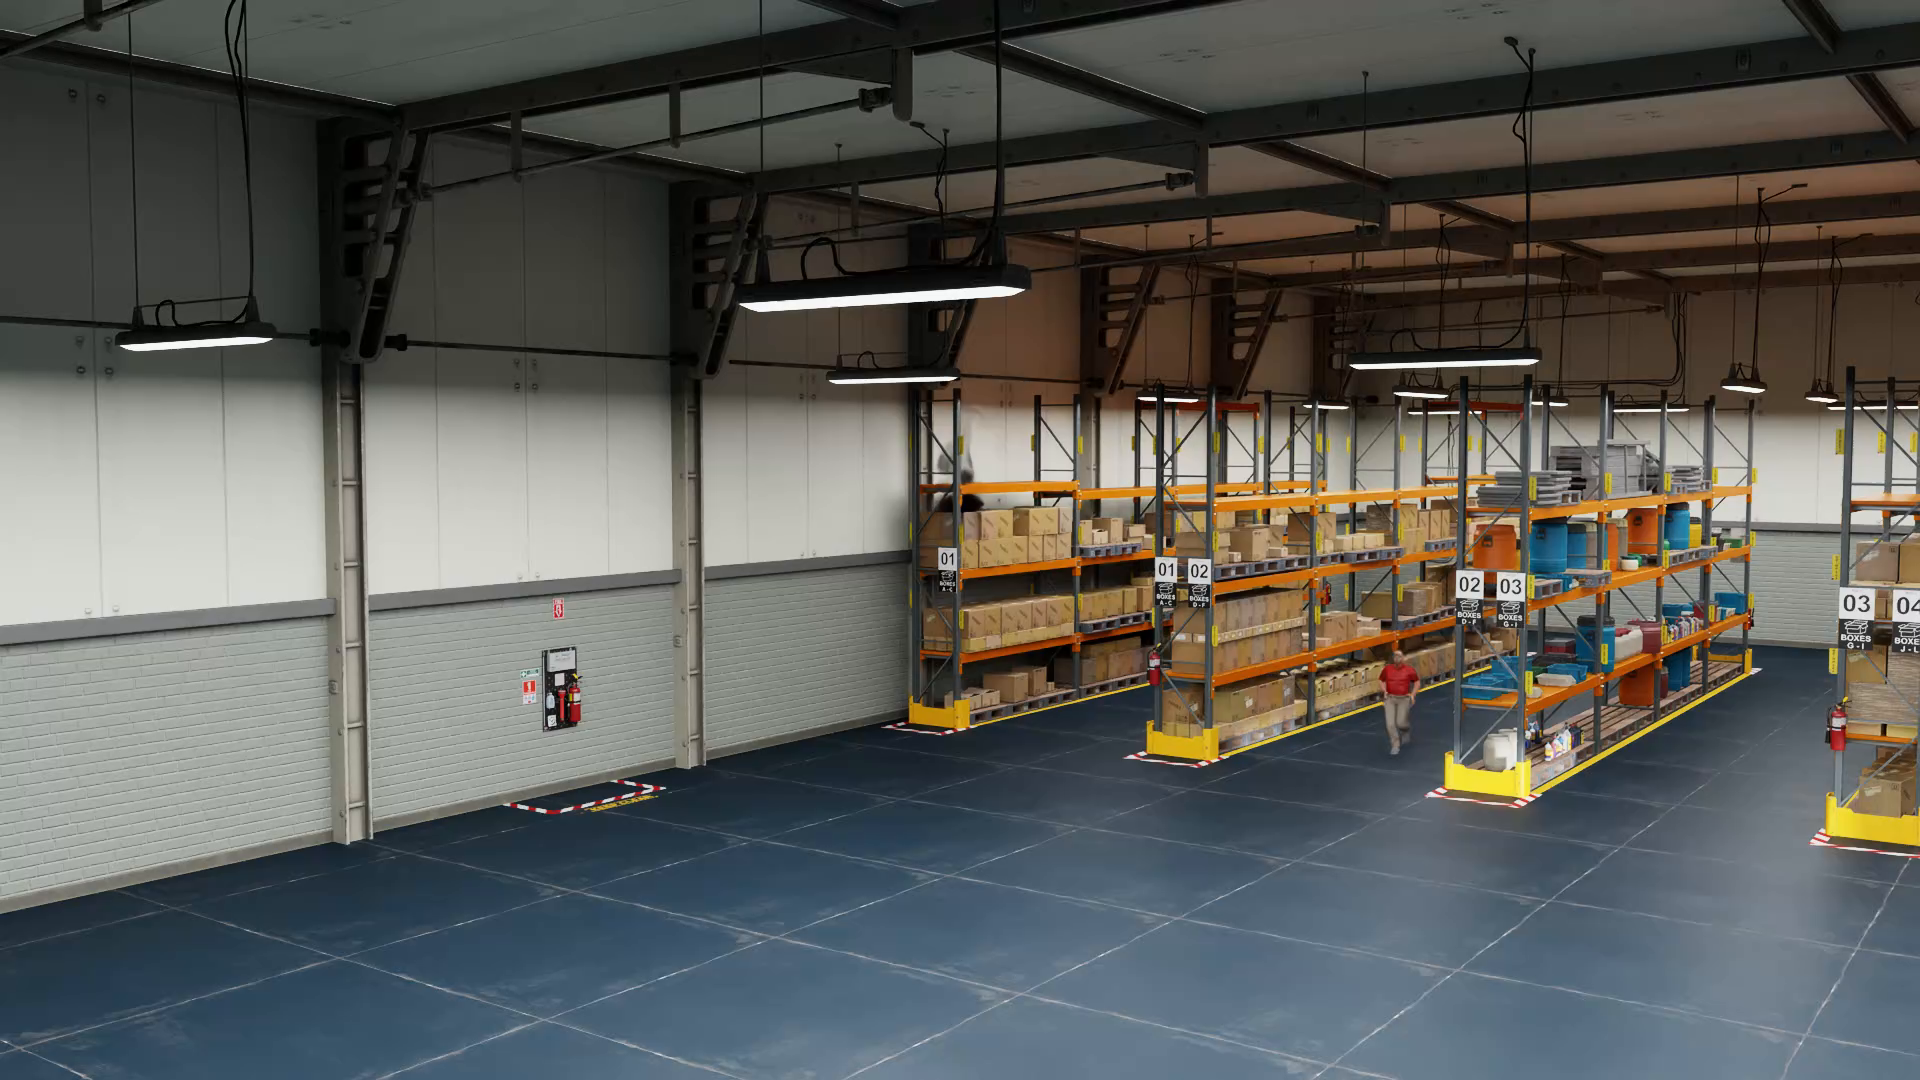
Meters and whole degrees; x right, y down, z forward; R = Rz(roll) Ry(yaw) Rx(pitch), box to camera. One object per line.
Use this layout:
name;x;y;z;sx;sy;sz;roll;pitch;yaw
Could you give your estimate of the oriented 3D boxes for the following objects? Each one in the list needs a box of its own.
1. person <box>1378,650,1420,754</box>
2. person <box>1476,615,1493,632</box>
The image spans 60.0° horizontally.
person;7.135;2.628;27.090;0.665;1.688;0.603;2;4;26
person;13.326;1.819;42.185;0.613;1.610;0.637;-1;4;-24
